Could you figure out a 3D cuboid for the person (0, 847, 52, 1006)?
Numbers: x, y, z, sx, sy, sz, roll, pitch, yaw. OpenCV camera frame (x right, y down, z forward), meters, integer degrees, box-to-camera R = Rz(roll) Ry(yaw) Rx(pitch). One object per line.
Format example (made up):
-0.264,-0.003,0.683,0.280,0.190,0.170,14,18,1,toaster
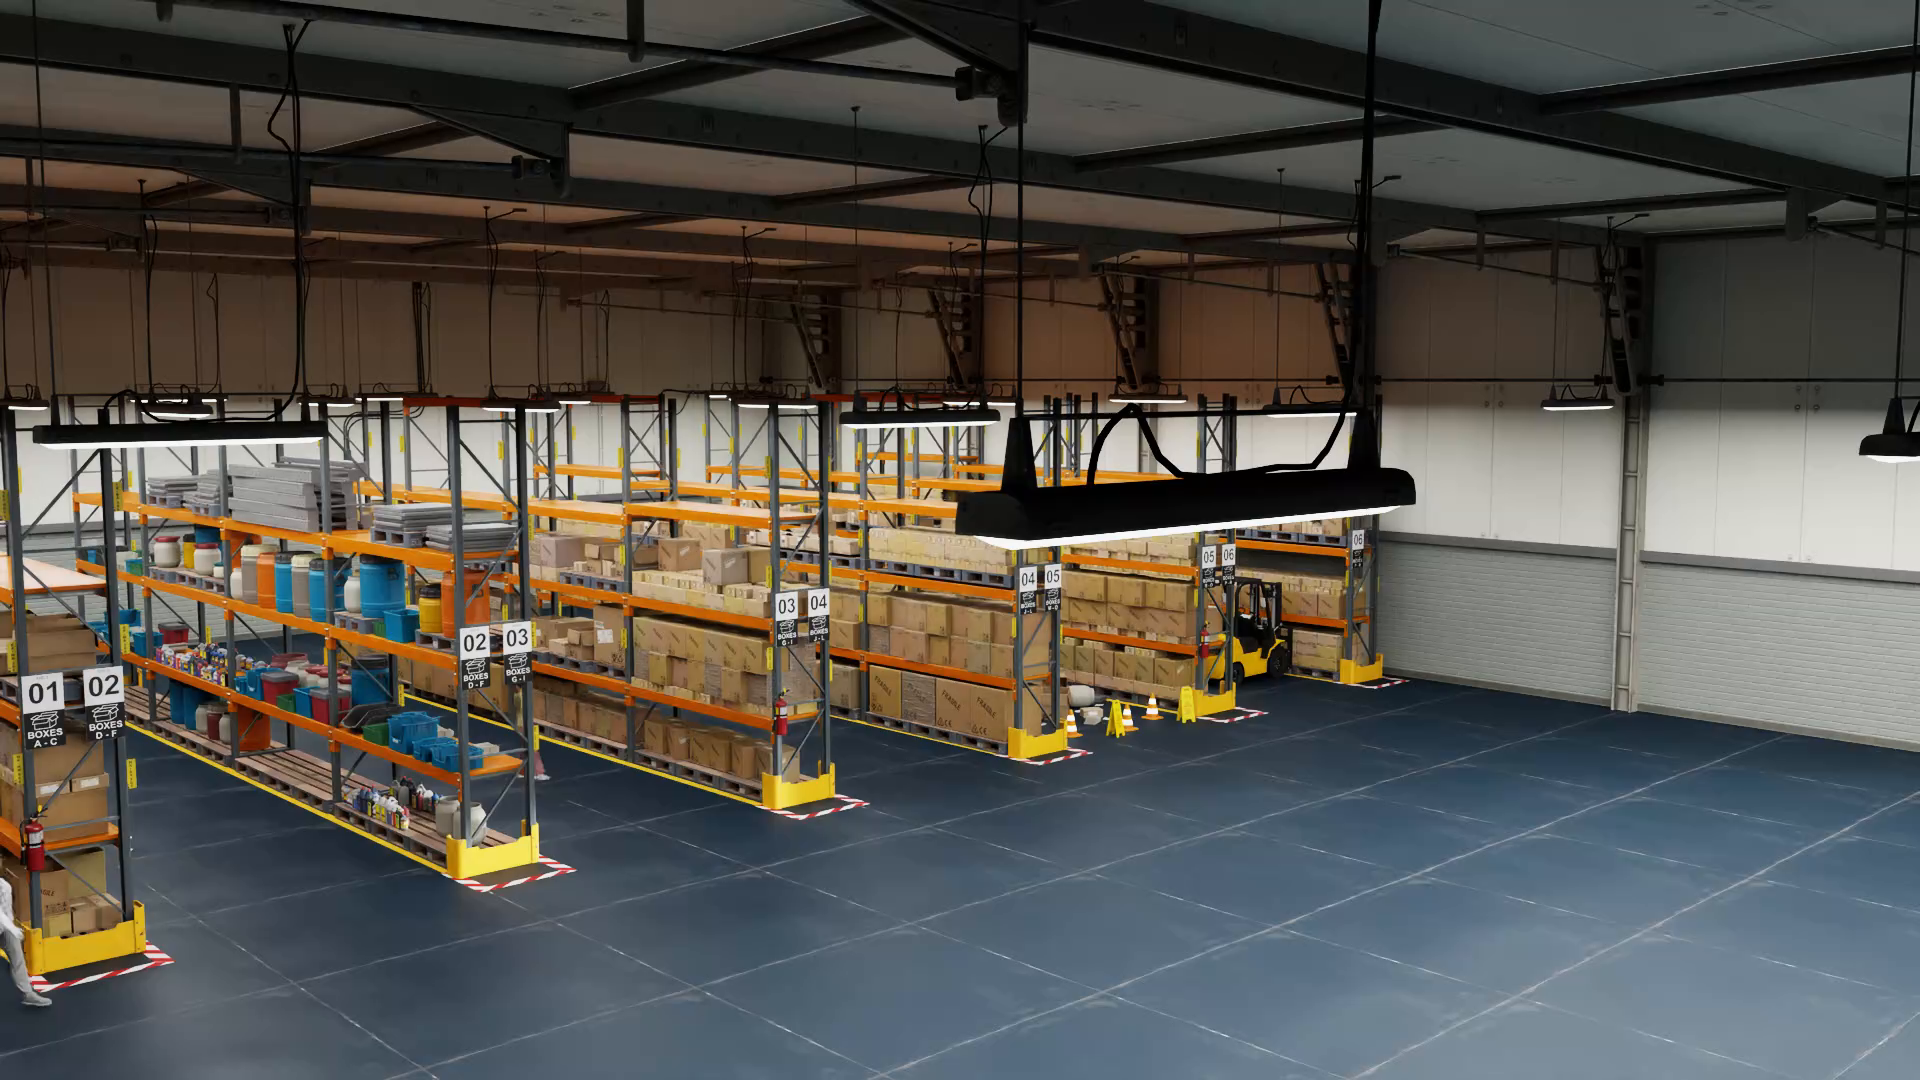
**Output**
-9.634,3.884,16.679,0.901,1.643,0.440,1,6,7,person

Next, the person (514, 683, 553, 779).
-6.795,2.972,26.425,0.566,1.695,0.450,-2,6,-17,person
